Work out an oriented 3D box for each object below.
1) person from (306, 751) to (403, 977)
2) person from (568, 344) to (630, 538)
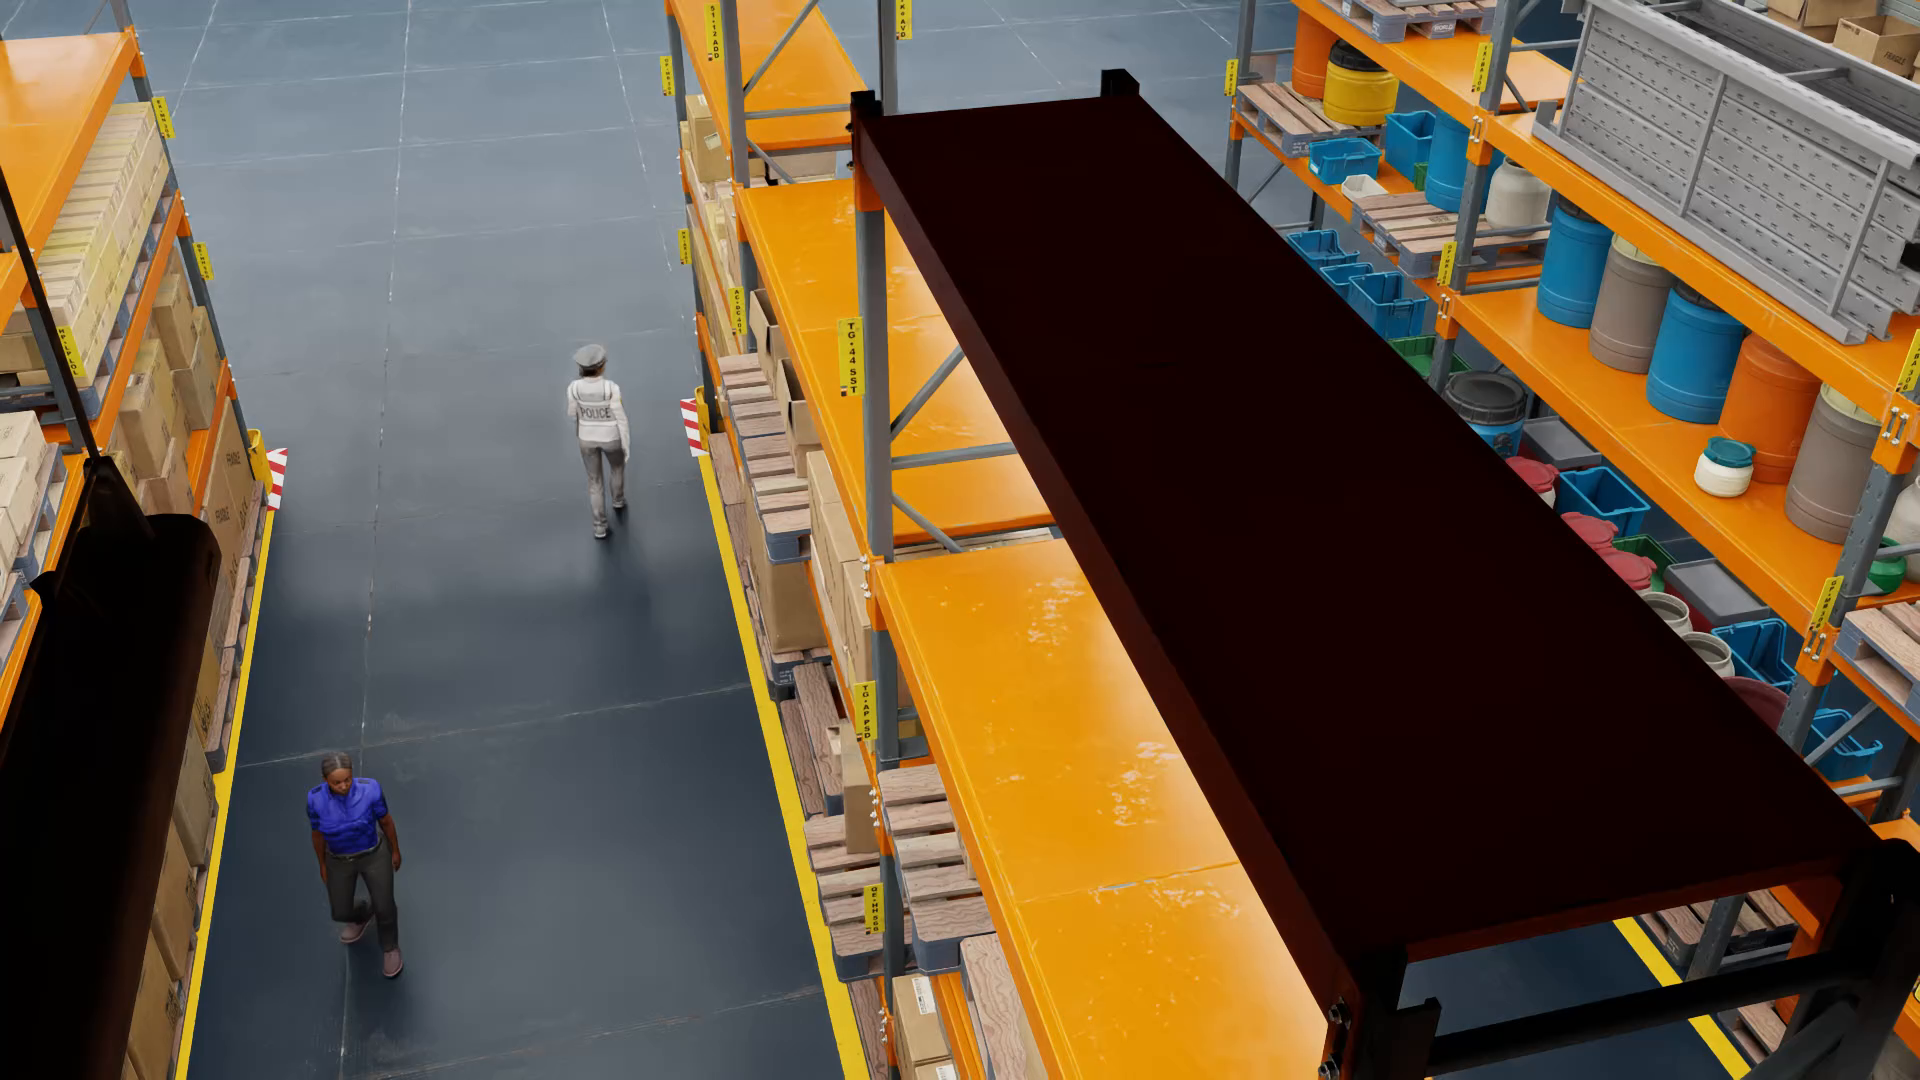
[{"bbox_3d":[-3.596,1.870,9.912,0.500,1.655,0.521,-9,35,-13],"label":"person"},{"bbox_3d":[-2.987,-0.857,13.901,0.510,1.708,0.731,-1,34,-2],"label":"person"}]
